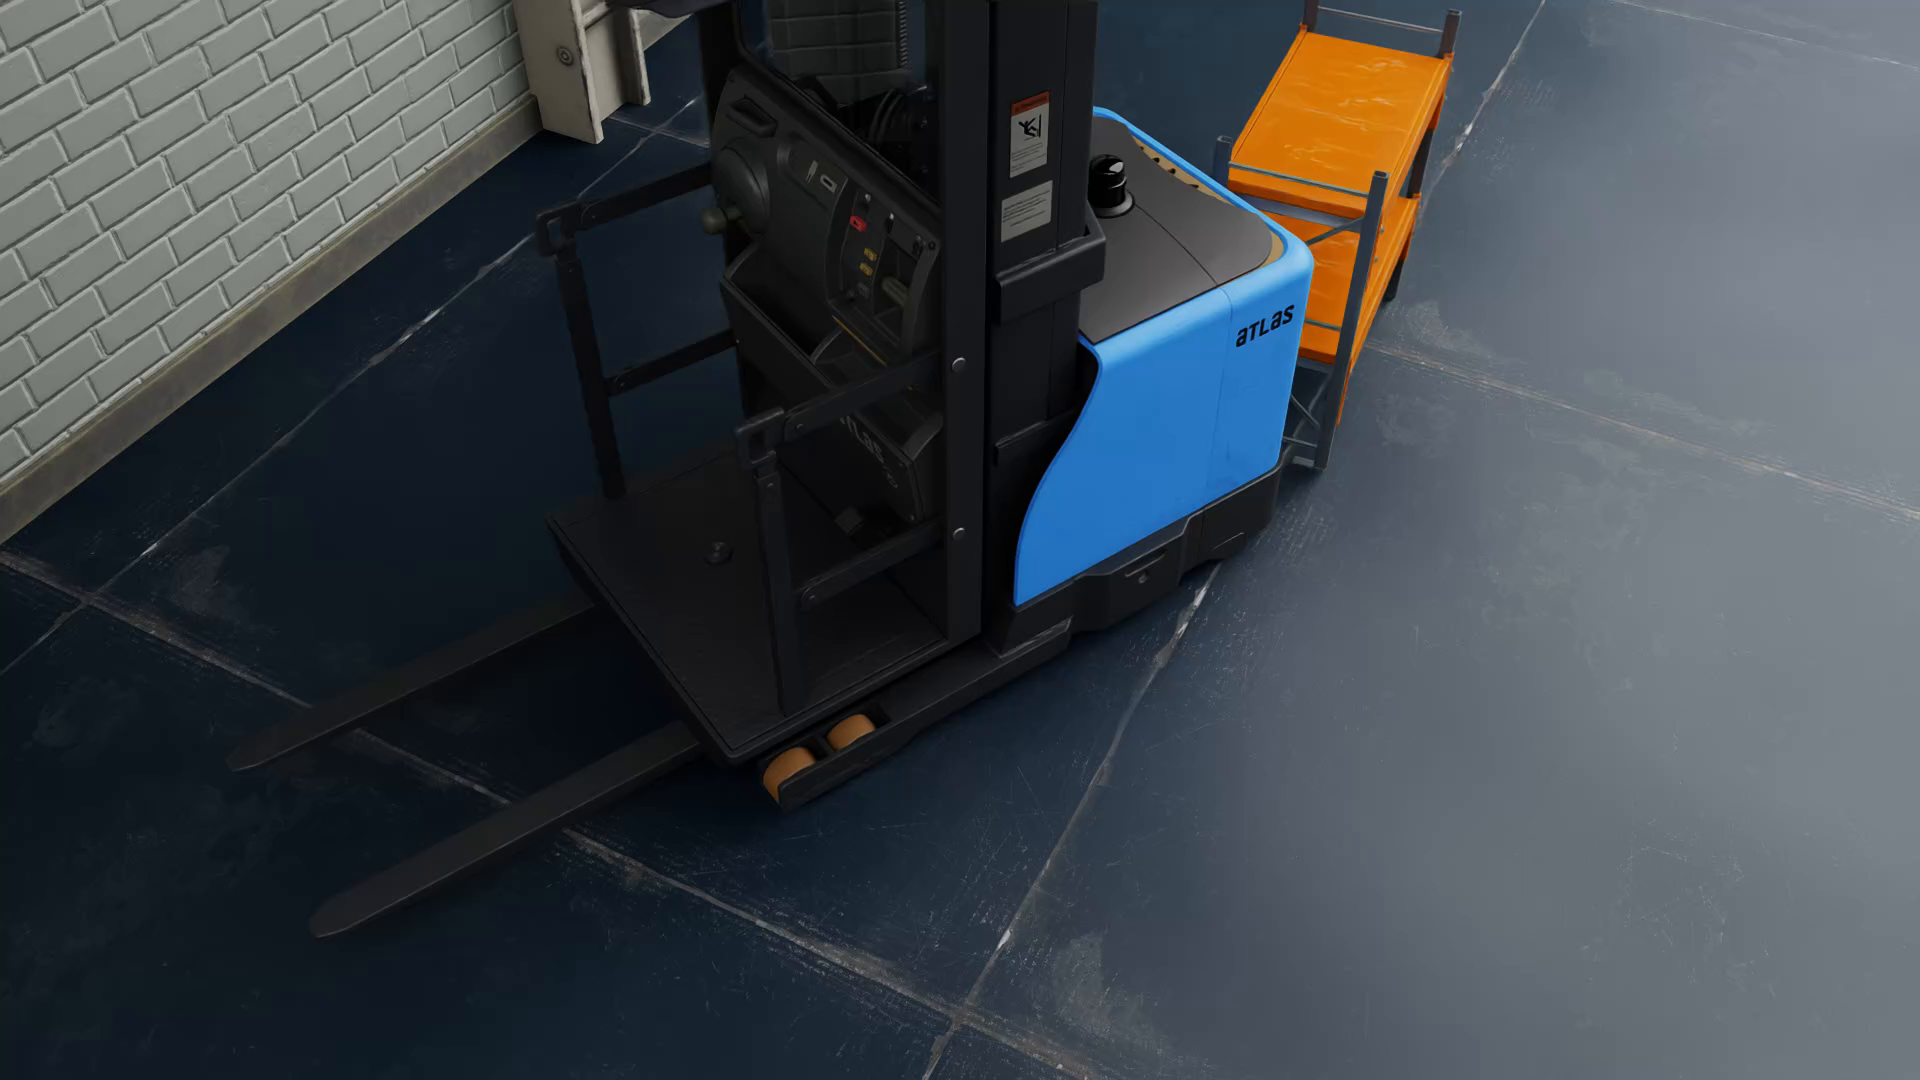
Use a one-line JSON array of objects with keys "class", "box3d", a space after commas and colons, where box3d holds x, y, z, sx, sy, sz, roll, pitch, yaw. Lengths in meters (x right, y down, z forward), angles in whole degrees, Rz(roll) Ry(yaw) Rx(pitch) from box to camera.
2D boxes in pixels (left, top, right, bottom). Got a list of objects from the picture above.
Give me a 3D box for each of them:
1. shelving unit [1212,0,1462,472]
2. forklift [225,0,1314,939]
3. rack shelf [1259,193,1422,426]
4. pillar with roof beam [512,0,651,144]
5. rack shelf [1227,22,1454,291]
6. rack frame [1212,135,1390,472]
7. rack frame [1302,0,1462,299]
[{"class": "shelving unit", "box3d": [1.179, -1.033, 5.480, 0.538, 1.125, 1.048, 17, 48, 16]}, {"class": "forklift", "box3d": [-0.508, -0.735, 3.915, 3.031, 2.935, 1.130, -27, 51, -24]}, {"class": "rack shelf", "box3d": [1.179, -0.861, 5.654, 0.538, 0.278, 1.000, 17, 48, 16]}, {"class": "pillar with roof beam", "box3d": [2.268, -3.550, 2.432, 9.100, 9.000, 0.400, 20, 49, 19]}, {"class": "rack shelf", "box3d": [1.179, -1.239, 5.272, 0.538, 0.278, 1.000, 17, 48, 16]}, {"class": "rack frame", "box3d": [0.978, -0.701, 5.152, 0.500, 1.125, 0.032, 17, 48, 16]}, {"class": "rack frame", "box3d": [1.380, -1.365, 5.808, 0.500, 1.125, 0.032, 17, 48, 16]}]
